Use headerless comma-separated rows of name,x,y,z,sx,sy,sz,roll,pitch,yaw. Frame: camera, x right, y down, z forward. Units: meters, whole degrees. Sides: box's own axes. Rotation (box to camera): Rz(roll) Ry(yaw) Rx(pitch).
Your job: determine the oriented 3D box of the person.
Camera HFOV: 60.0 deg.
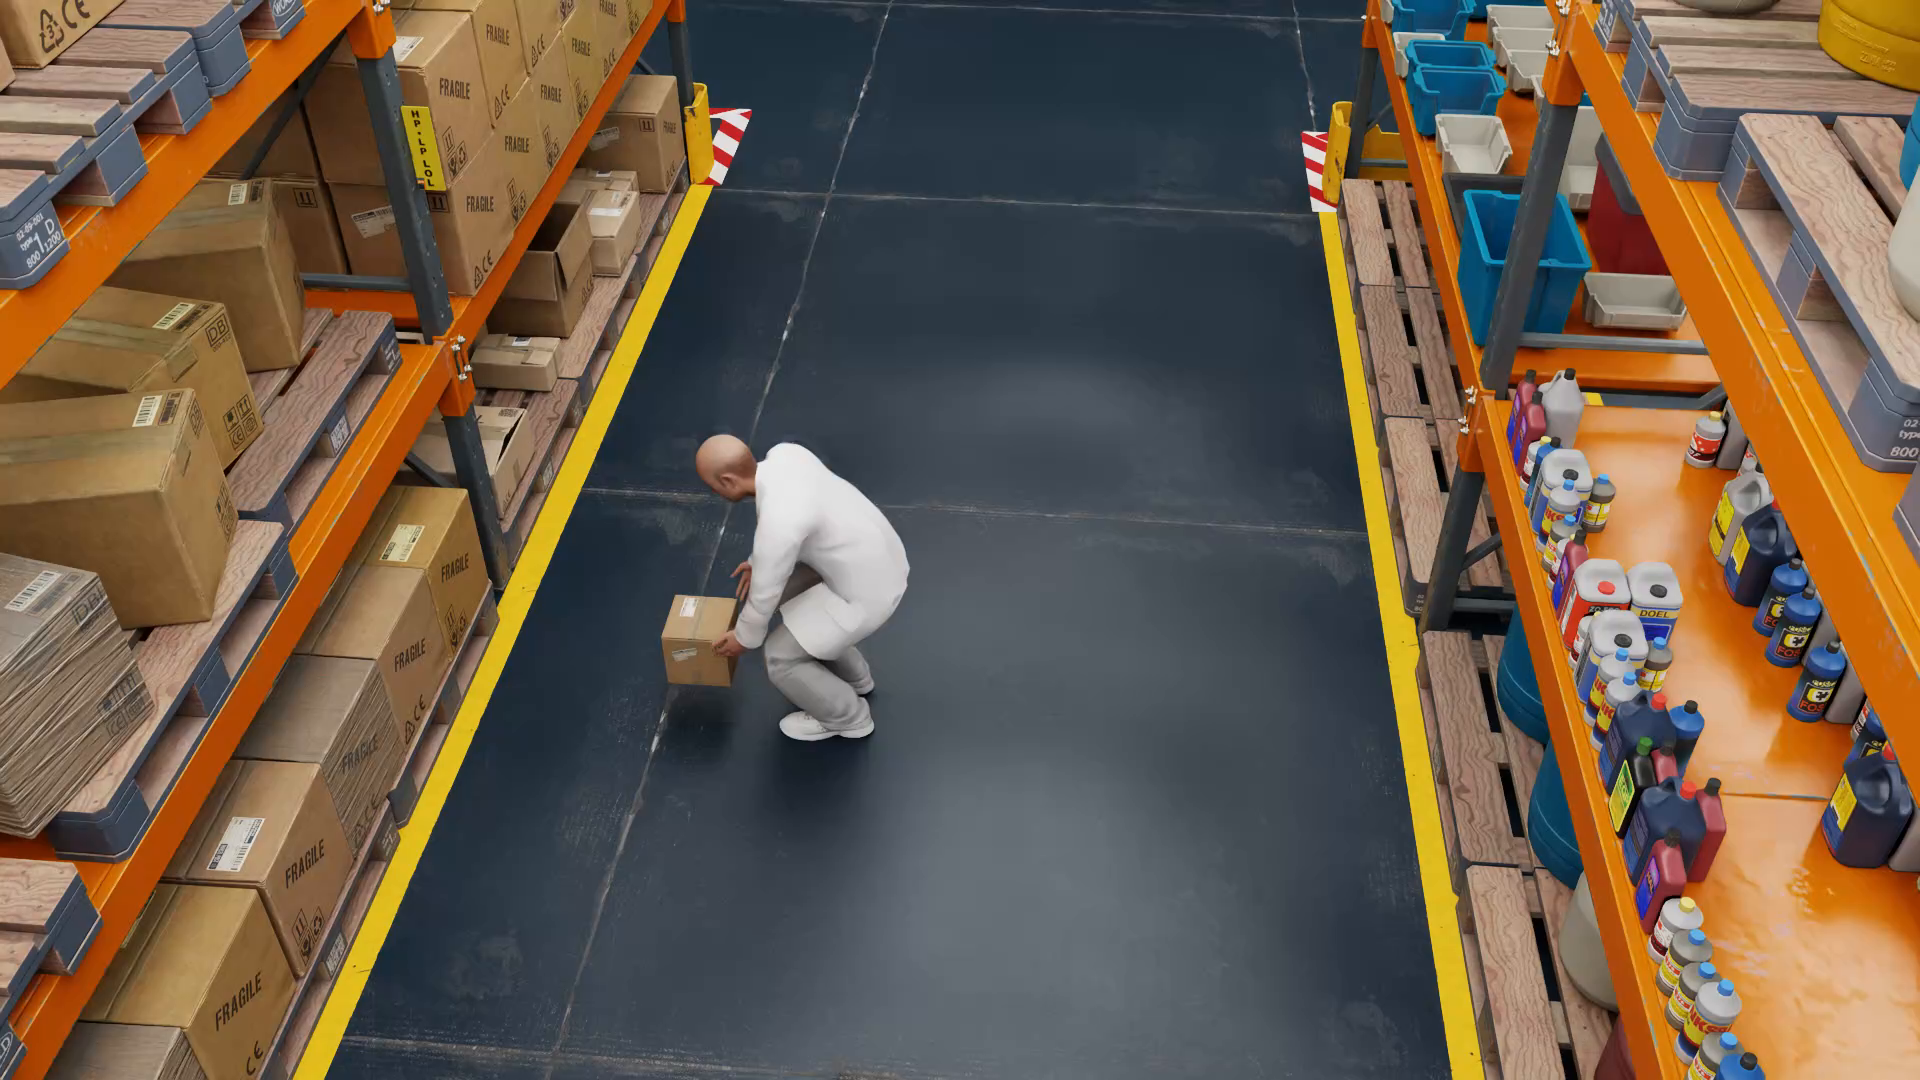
person,-0.569,0.174,6.283,0.750,1.365,0.631,3,40,4
